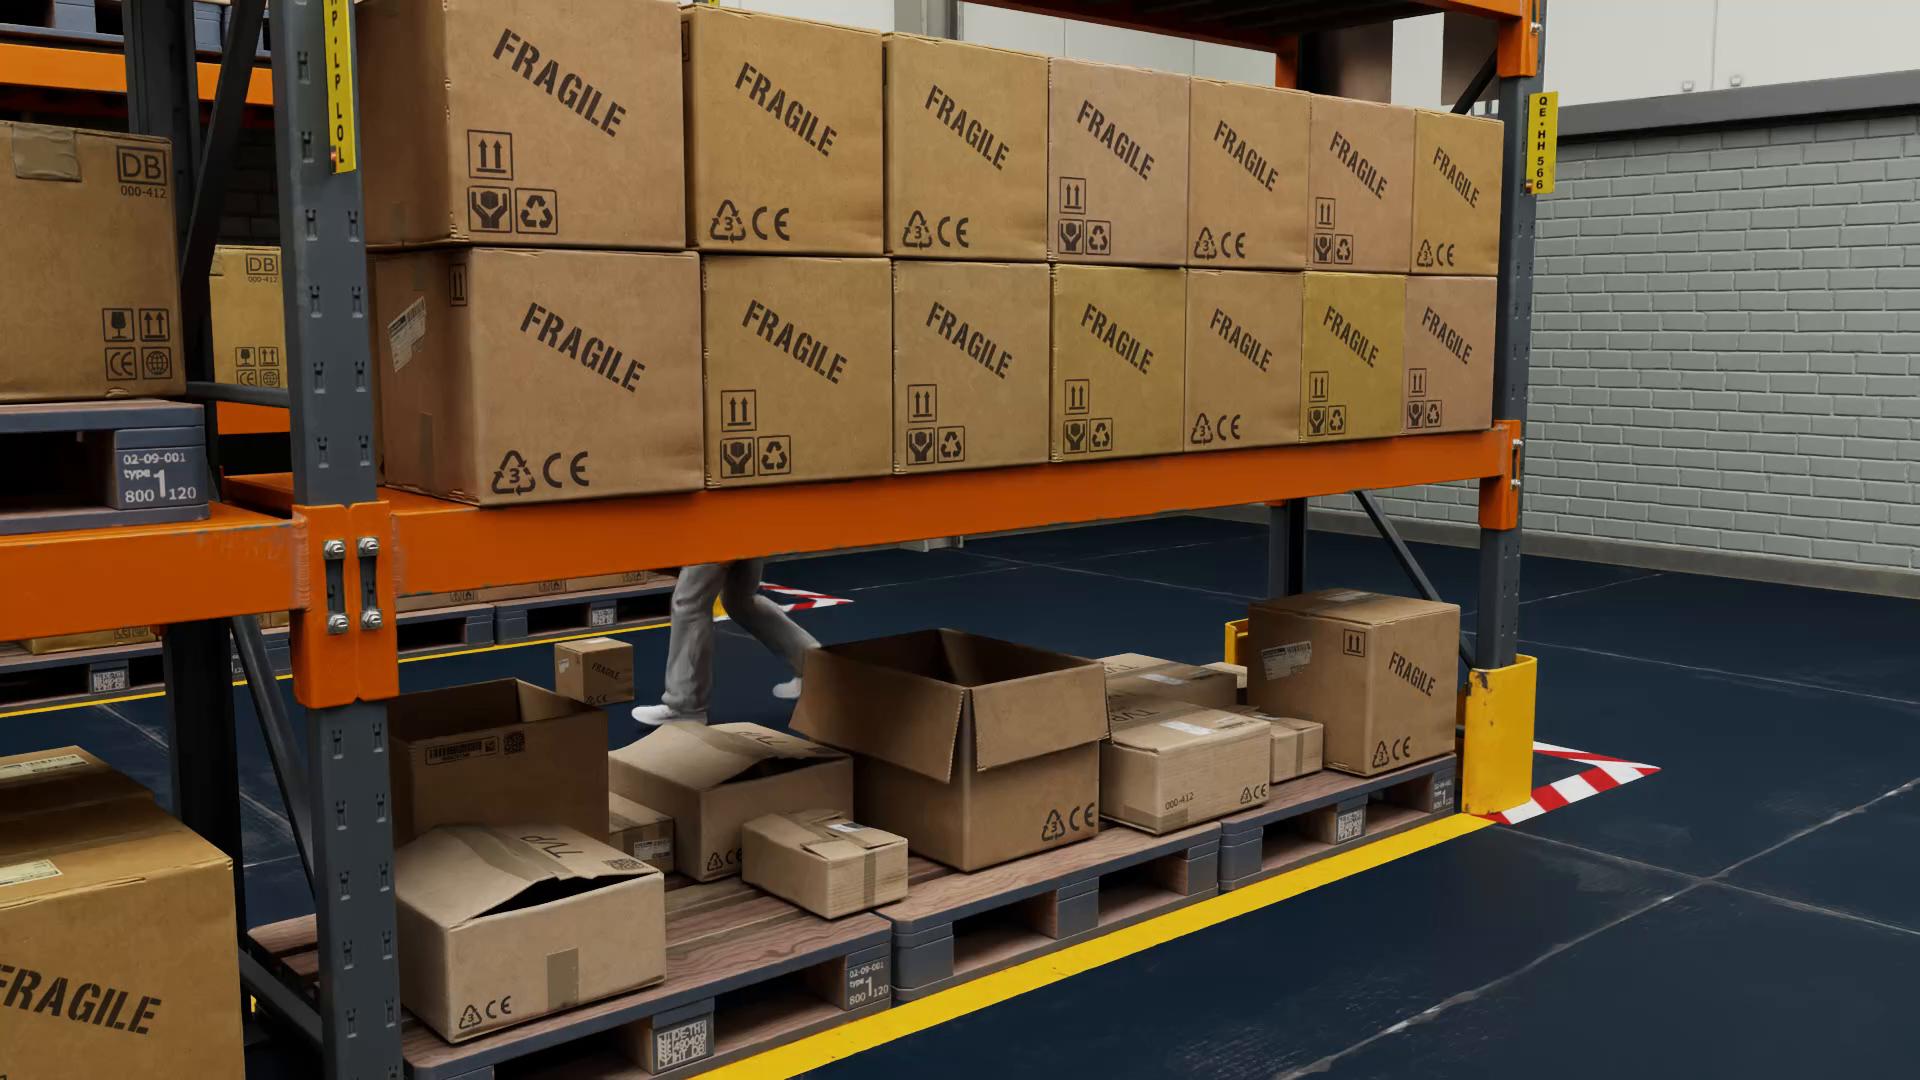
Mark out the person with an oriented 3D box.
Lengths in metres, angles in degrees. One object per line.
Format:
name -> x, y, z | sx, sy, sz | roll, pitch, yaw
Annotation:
person -> -0.919, -0.073, 6.789 | 0.804, 1.655, 0.470 | 1, 8, 9
